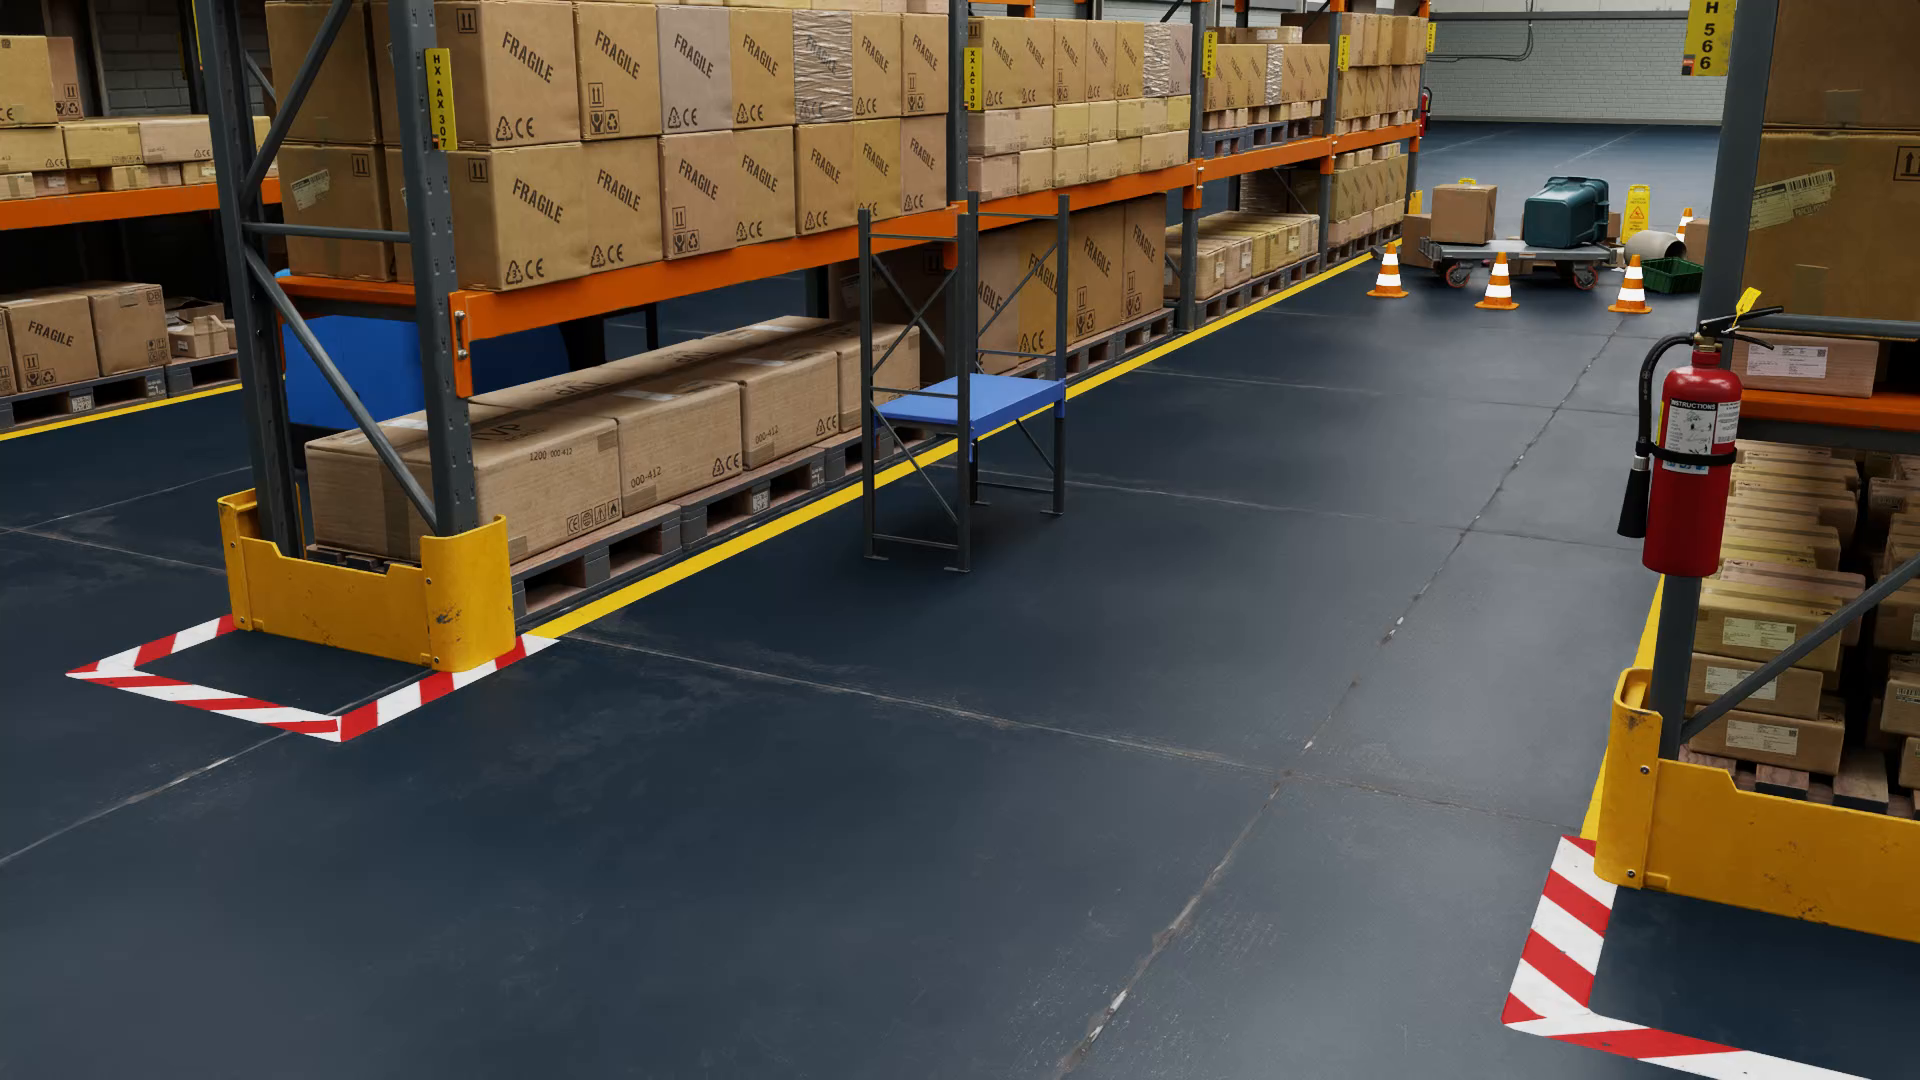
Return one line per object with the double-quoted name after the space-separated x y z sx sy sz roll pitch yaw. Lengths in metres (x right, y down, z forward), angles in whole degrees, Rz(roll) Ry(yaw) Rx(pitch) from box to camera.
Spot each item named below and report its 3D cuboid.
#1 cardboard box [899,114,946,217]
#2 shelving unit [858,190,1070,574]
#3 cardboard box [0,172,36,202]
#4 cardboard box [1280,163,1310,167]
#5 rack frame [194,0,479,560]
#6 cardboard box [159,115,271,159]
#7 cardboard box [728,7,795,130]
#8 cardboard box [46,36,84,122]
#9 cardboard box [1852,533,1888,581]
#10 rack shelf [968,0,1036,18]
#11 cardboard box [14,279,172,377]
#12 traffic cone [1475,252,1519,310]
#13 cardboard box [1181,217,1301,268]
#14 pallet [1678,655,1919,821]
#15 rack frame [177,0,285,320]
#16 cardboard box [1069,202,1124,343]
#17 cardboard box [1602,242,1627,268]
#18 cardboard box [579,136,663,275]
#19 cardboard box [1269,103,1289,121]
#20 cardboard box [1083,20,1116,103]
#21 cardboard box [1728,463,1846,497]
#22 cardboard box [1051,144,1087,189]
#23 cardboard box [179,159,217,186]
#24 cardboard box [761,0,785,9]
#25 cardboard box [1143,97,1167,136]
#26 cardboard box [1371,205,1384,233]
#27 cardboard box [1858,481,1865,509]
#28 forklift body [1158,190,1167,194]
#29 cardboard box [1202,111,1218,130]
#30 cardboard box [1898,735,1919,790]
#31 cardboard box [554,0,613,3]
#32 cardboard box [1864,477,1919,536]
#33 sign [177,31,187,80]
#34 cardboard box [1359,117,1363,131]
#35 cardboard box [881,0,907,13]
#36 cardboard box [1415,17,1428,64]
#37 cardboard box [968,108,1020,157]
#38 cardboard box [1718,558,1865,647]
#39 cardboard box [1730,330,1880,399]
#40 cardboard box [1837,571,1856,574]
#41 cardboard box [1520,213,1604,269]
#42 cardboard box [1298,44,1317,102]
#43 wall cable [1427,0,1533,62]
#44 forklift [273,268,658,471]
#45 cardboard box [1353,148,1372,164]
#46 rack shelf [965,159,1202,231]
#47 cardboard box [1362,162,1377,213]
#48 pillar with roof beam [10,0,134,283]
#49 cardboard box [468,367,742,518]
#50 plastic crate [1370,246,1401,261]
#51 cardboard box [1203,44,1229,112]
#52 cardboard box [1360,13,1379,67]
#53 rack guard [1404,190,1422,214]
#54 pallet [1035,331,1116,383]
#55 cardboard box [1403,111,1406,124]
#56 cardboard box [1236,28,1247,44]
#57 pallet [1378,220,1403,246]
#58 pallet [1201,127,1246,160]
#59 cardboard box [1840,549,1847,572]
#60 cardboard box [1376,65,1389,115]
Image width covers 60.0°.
-0.407 -1.998 8.806 0.500 0.500 0.500 8 18 26 "cardboard box"
0.038 -0.741 7.384 0.538 1.500 1.048 8 18 25 "shelving unit"
-5.546 -2.032 9.539 0.380 0.149 0.250 9 19 27 "cardboard box"
3.396 -3.695 17.473 0.500 0.500 0.500 8 19 26 "cardboard box"
-2.216 -1.082 5.897 1.000 3.000 0.127 8 18 25 "rack frame"
-4.880 -2.641 10.888 0.500 0.250 0.500 9 19 27 "cardboard box"
-1.077 -2.087 7.349 0.500 0.500 0.500 8 18 26 "cardboard box"
-5.774 -2.816 10.160 0.500 0.500 0.500 8 18 24 "cardboard box"
3.254 0.103 5.657 0.380 0.149 0.250 9 19 28 "cardboard box"
-0.403 -6.371 19.702 1.077 0.370 4.000 8 18 25 "rack shelf"
-5.420 -1.336 10.407 0.700 0.500 0.500 7 18 23 "cardboard box"
4.609 -2.227 14.209 0.336 0.463 0.334 8 18 25 "traffic cone"
2.596 -2.762 15.434 0.950 0.372 0.625 9 19 29 "cardboard box"
2.686 0.637 5.007 1.003 0.211 1.213 8 18 25 "pallet"
-4.871 -2.731 11.451 1.000 3.000 0.127 8 18 25 "rack frame"
0.573 -1.910 11.681 0.875 0.875 0.875 8 18 26 "cardboard box"
6.740 -2.896 16.807 0.396 0.266 0.258 12 20 35 "cardboard box"
-1.544 -1.348 6.618 0.500 0.500 0.500 8 18 25 "cardboard box"
2.694 -3.795 14.736 0.380 0.149 0.250 8 18 25 "cardboard box"
0.679 -3.096 10.749 0.500 0.500 0.500 8 18 24 "cardboard box"
2.984 -0.160 6.019 0.380 0.149 0.250 8 18 26 "cardboard box"
0.477 -2.367 10.490 0.500 0.250 0.500 8 18 25 "cardboard box"
-4.979 -2.359 10.639 0.380 0.149 0.250 9 19 27 "cardboard box"
-1.006 -2.438 7.392 0.380 0.149 0.250 8 18 25 "cardboard box"
1.144 -3.000 11.743 0.500 0.250 0.500 8 18 24 "cardboard box"
4.345 -3.535 18.250 0.500 0.250 0.500 7 18 23 "cardboard box"
3.983 -0.132 6.971 0.380 0.149 0.250 9 19 27 "cardboard box"
1.276 -4.666 19.455 2.313 2.155 1.214 8 18 25 "forklift body"
1.827 -3.327 13.161 0.380 0.149 0.250 7 18 22 "cardboard box"
2.778 0.595 4.522 0.380 0.149 0.250 9 19 26 "cardboard box"
-1.538 -2.102 6.263 0.380 0.149 0.250 9 19 27 "cardboard box"
3.393 -0.102 5.823 0.380 0.149 0.250 8 18 26 "cardboard box"
-5.369 -3.356 11.520 0.100 0.325 0.005 8 18 25 "sign"
3.964 -4.330 17.276 0.380 0.149 0.250 8 18 25 "cardboard box"
-0.497 -2.766 8.499 0.380 0.149 0.250 9 19 27 "cardboard box"
4.900 -5.669 18.888 0.700 0.500 0.500 8 18 24 "cardboard box"
0.020 -2.344 9.534 0.500 0.250 0.500 8 18 24 "cardboard box"
2.431 0.179 4.879 0.380 0.149 0.250 8 19 26 "cardboard box"
2.150 -0.476 4.300 0.380 0.149 0.250 8 18 25 "cardboard box"
2.681 0.187 5.375 0.380 0.149 0.250 8 18 25 "cardboard box"
6.003 -3.017 16.559 0.797 0.637 0.503 8 18 25 "cardboard box"
2.924 -4.257 15.152 0.500 0.500 0.500 8 18 26 "cardboard box"
15.278 -15.336 48.806 3.097 2.526 0.112 8 18 25 "wall cable"
-2.307 -2.023 9.186 1.130 2.935 3.031 9 19 27 "forklift"
4.106 -4.032 17.466 0.380 0.149 0.250 9 19 29 "cardboard box"
0.465 -2.265 11.145 1.077 0.370 4.000 8 18 25 "rack shelf"
4.113 -3.766 17.712 0.500 0.500 0.500 9 19 28 "cardboard box"
-2.137 -4.996 8.541 9.100 9.000 0.400 8 18 25 "pillar with roof beam"
-1.609 -0.470 7.600 0.875 0.438 0.875 9 19 27 "cardboard box"
4.581 -3.034 17.599 0.402 0.080 0.583 2 17 6 "plastic crate"
1.767 -3.596 12.928 0.500 0.500 0.500 8 18 24 "cardboard box"
3.784 -5.020 16.703 0.700 0.500 0.500 8 18 26 "cardboard box"
4.899 -3.939 19.909 1.175 0.500 0.348 8 18 25 "rack guard"
0.393 -1.282 11.469 1.003 0.211 1.213 8 18 25 "pallet"
4.810 -4.773 18.767 0.380 0.149 0.250 8 18 24 "cardboard box"
2.619 -4.766 15.728 0.380 0.149 0.250 8 18 25 "cardboard box"
4.505 -3.598 19.269 1.003 0.211 1.213 8 18 25 "pallet"
1.582 -3.222 13.442 1.213 0.211 1.003 8 18 25 "pallet"
3.254 0.003 6.517 0.380 0.149 0.250 7 18 23 "cardboard box"
4.239 -4.794 17.697 0.500 0.500 0.500 8 18 26 "cardboard box"
